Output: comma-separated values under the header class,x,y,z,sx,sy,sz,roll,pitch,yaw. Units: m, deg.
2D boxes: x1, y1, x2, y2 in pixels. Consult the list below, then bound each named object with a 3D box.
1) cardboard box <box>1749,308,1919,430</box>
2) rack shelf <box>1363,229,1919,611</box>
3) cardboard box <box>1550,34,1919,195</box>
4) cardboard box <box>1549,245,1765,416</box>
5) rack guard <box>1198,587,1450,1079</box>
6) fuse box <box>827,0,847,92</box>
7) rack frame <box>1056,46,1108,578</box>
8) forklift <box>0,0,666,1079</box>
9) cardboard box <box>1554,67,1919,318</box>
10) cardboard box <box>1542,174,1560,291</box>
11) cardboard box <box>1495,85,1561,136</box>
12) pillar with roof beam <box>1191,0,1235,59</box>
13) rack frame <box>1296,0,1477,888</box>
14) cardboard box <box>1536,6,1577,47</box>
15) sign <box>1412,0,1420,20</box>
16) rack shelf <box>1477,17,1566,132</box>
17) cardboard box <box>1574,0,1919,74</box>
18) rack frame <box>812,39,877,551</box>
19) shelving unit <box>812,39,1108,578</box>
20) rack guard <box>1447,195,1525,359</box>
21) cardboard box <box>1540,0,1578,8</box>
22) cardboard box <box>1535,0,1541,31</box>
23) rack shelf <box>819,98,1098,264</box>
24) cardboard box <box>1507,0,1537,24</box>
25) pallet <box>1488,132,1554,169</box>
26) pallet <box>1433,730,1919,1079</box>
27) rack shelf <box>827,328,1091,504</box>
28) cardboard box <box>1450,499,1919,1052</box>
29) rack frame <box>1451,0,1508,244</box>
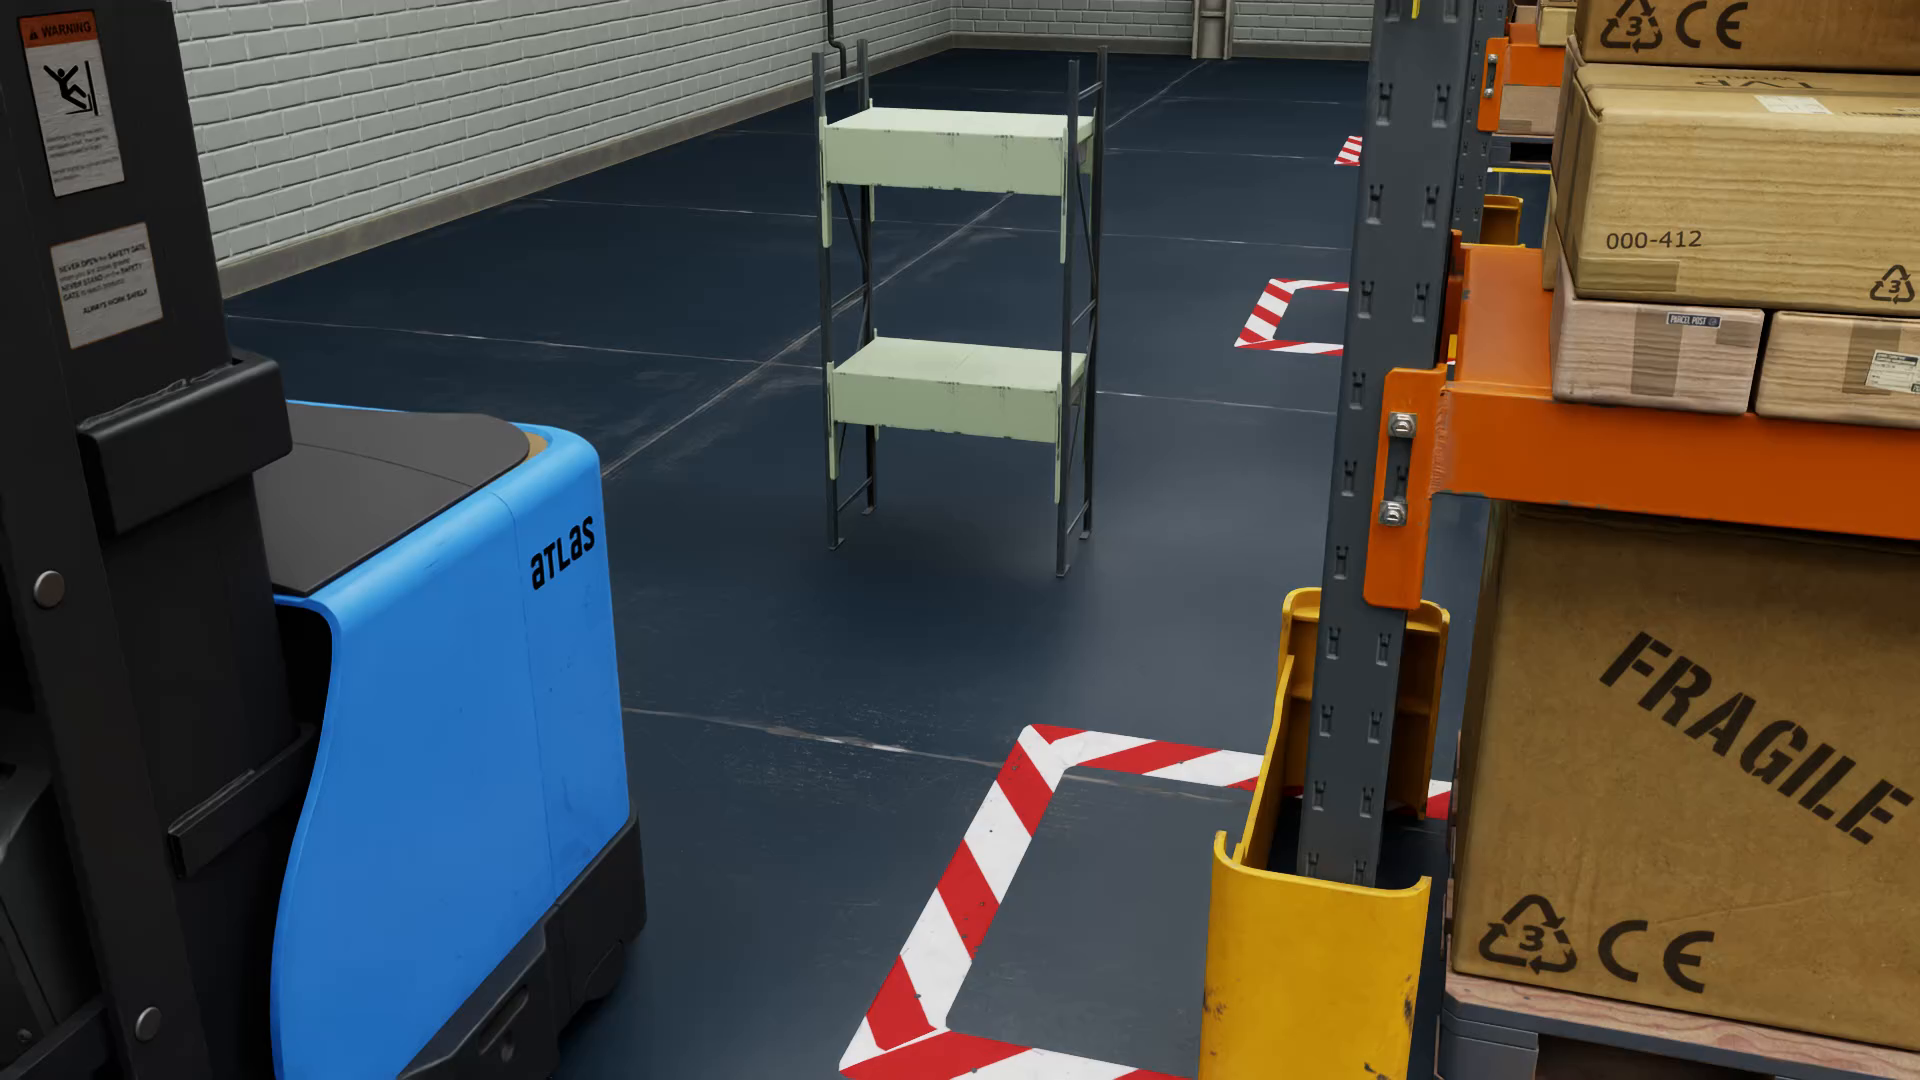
class,x,y,z,sx,sy,sz,roll,pitch,yaw
cardboard box,1.246,-0.289,2.354,0.250,0.149,0.380,6,23,15
rack shelf,2.670,-0.040,2.363,4.000,0.370,1.077,7,23,16
cardboard box,1.296,-0.704,2.838,0.500,0.250,0.500,6,23,15
cardboard box,1.000,-0.317,2.421,0.250,0.149,0.380,7,23,16
rack guard,0.733,0.562,3.242,0.348,0.500,1.175,7,23,16
fuse box,-1.040,-4.953,15.091,0.414,1.711,0.539,7,23,16
rack frame,0.357,-0.653,4.886,0.023,1.500,0.400,7,23,16
forklift,-1.502,-0.105,1.665,1.130,2.935,3.031,6,23,15
cardboard box,1.137,-0.510,2.365,0.500,0.250,0.500,6,23,14
cardboard box,1.192,-0.556,3.005,0.250,0.149,0.380,7,23,17
cardboard box,4.279,-3.165,11.857,0.875,0.438,0.875,6,23,14
pillar with roof beam,1.484,-7.831,12.503,0.400,9.000,9.100,7,23,16
rack frame,0.756,-0.592,2.761,0.127,3.000,1.000,7,23,16
cardboard box,2.501,-2.112,6.798,0.250,0.149,0.380,6,23,15
sign,0.590,-0.828,2.092,0.005,0.325,0.100,7,23,16
rack shelf,4.200,-1.831,6.729,4.000,0.370,1.077,7,23,16
cardboard box,1.298,-1.049,2.693,0.500,0.500,0.500,7,23,16
rack frame,-0.344,-0.733,5.081,0.023,1.500,0.400,7,23,16
shelving unit,0.006,-0.693,4.984,0.755,1.500,0.431,7,23,16
rack guard,2.358,-1.218,7.581,0.348,0.500,1.175,7,23,16
cardboard box,2.635,-2.417,6.687,0.500,0.500,0.500,8,24,18
cardboard box,2.679,-2.334,7.338,0.250,0.149,0.380,7,23,16
rack shelf,0.006,-1.054,4.836,0.720,0.370,0.431,7,23,16
cardboard box,5.607,-4.934,16.083,0.637,0.503,0.797,6,23,13
pallet,4.406,-2.843,11.923,1.213,0.211,1.003,7,23,16
pallet,1.544,0.757,3.146,1.213,0.211,1.003,7,23,16
rack shelf,0.006,-0.392,5.107,0.720,0.370,0.431,7,23,16
cardboard box,1.392,0.238,2.984,0.875,0.875,0.875,7,23,16
rack frame,2.285,-2.383,7.127,0.127,3.000,1.000,7,23,16
